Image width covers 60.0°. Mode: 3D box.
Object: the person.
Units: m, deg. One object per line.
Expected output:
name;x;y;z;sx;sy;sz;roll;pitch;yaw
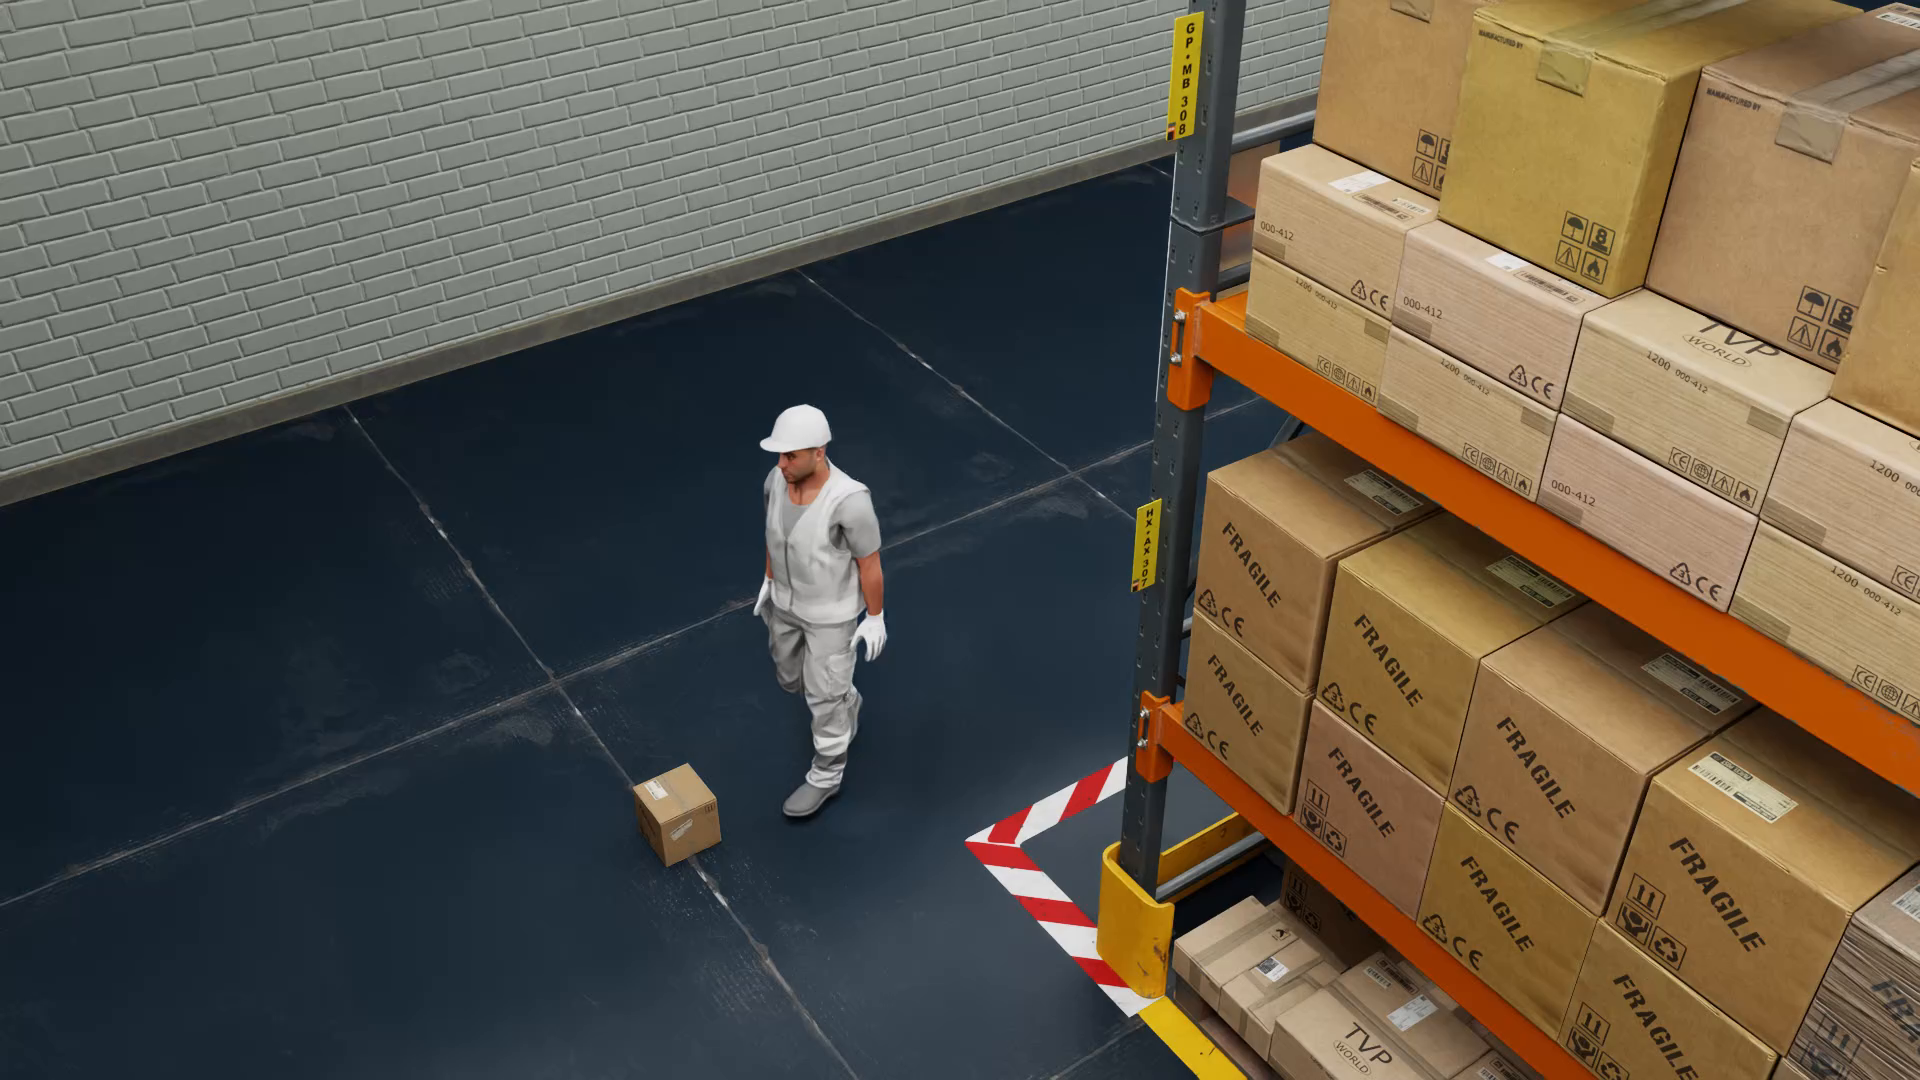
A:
person;-0.559;0.269;6.604;0.585;1.782;0.670;26;44;31
